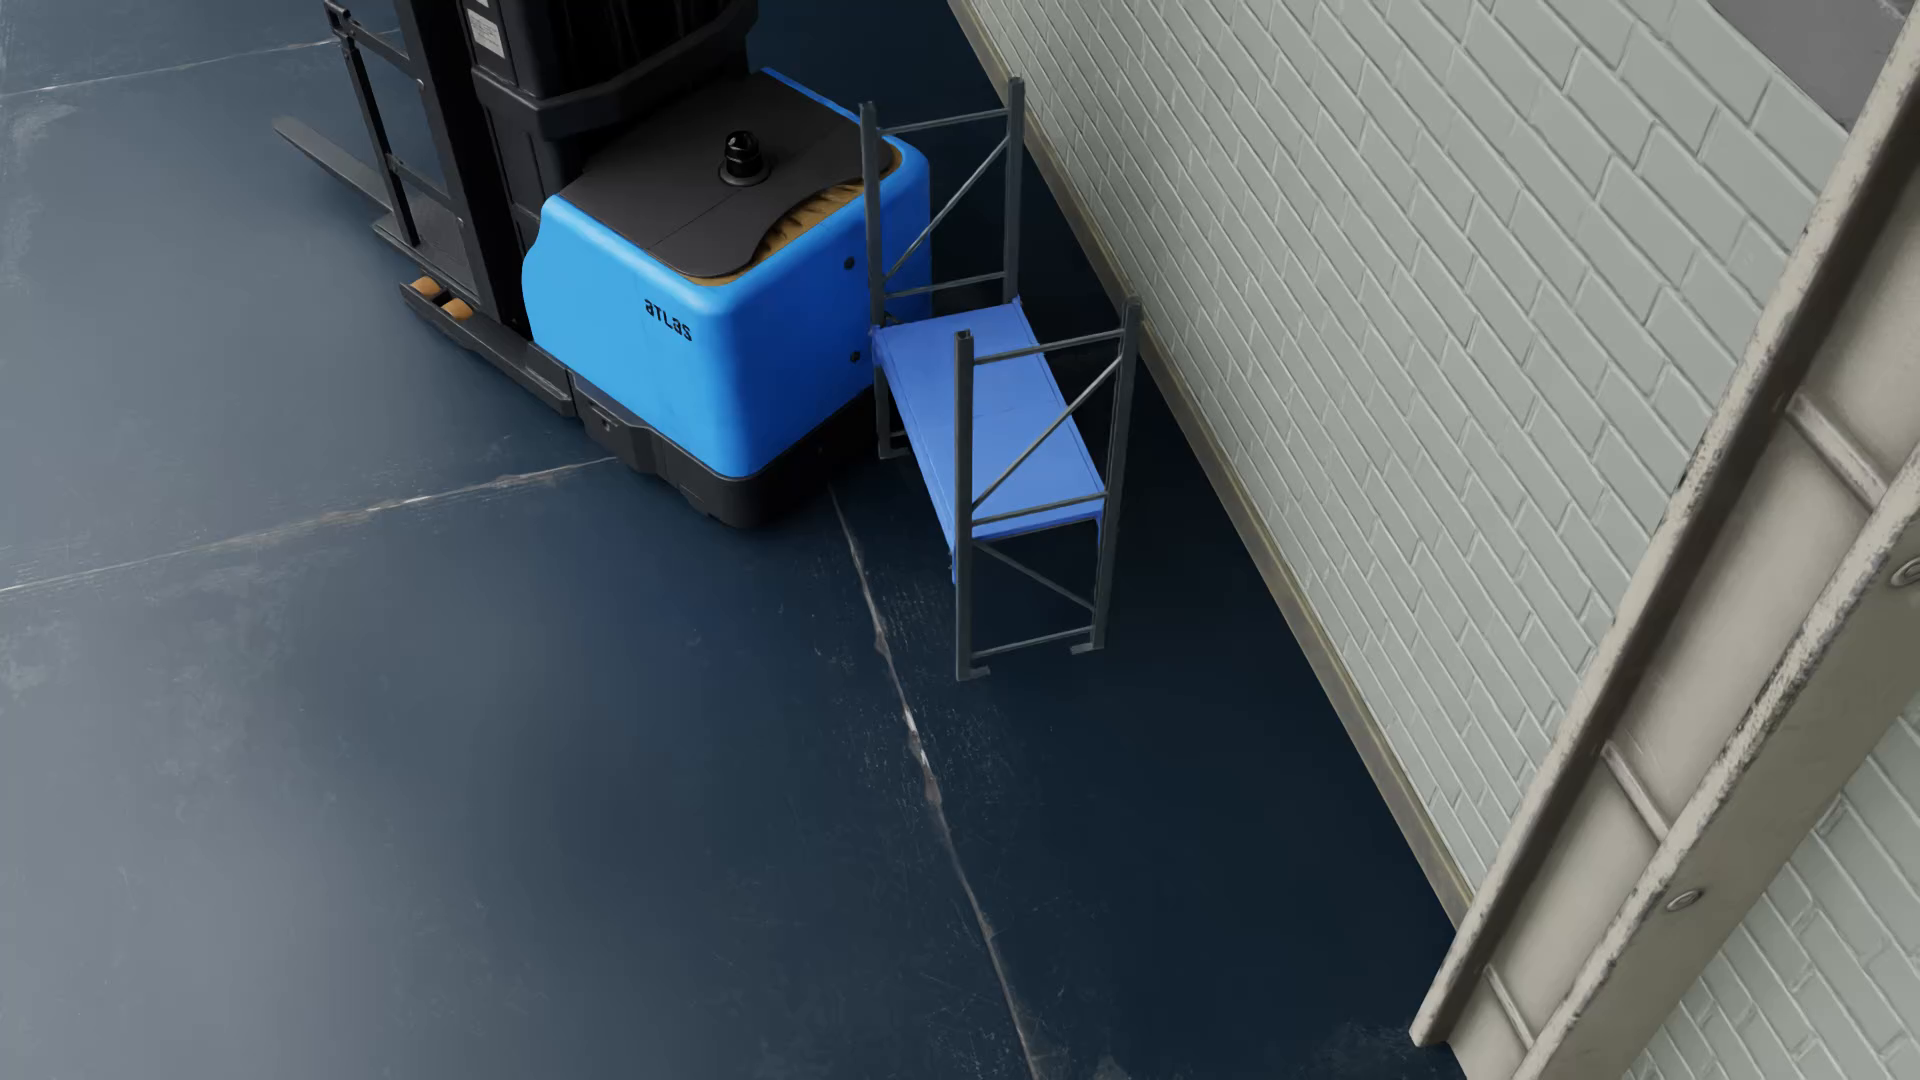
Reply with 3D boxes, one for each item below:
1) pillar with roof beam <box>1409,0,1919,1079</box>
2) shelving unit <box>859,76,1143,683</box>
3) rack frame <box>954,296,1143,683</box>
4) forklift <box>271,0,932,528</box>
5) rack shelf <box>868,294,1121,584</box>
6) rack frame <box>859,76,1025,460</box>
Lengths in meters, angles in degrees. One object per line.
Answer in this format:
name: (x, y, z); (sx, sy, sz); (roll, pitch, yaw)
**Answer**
pillar with roof beam: (-2.666, -0.462, 0.254); (9.100, 9.000, 0.400); (-13, 51, -11)
shelving unit: (0.089, -0.461, 5.158); (0.538, 1.500, 1.048); (-12, 51, -10)
rack frame: (0.230, -0.088, 4.843); (0.500, 1.500, 0.032); (-12, 51, -10)
forklift: (-1.520, -1.973, 5.496); (3.031, 2.935, 1.130); (34, 58, 25)
rack shelf: (0.089, -0.345, 5.295); (0.538, 0.185, 1.000); (-12, 51, -10)
rack frame: (-0.051, -0.835, 5.473); (0.500, 1.500, 0.032); (-12, 51, -10)
